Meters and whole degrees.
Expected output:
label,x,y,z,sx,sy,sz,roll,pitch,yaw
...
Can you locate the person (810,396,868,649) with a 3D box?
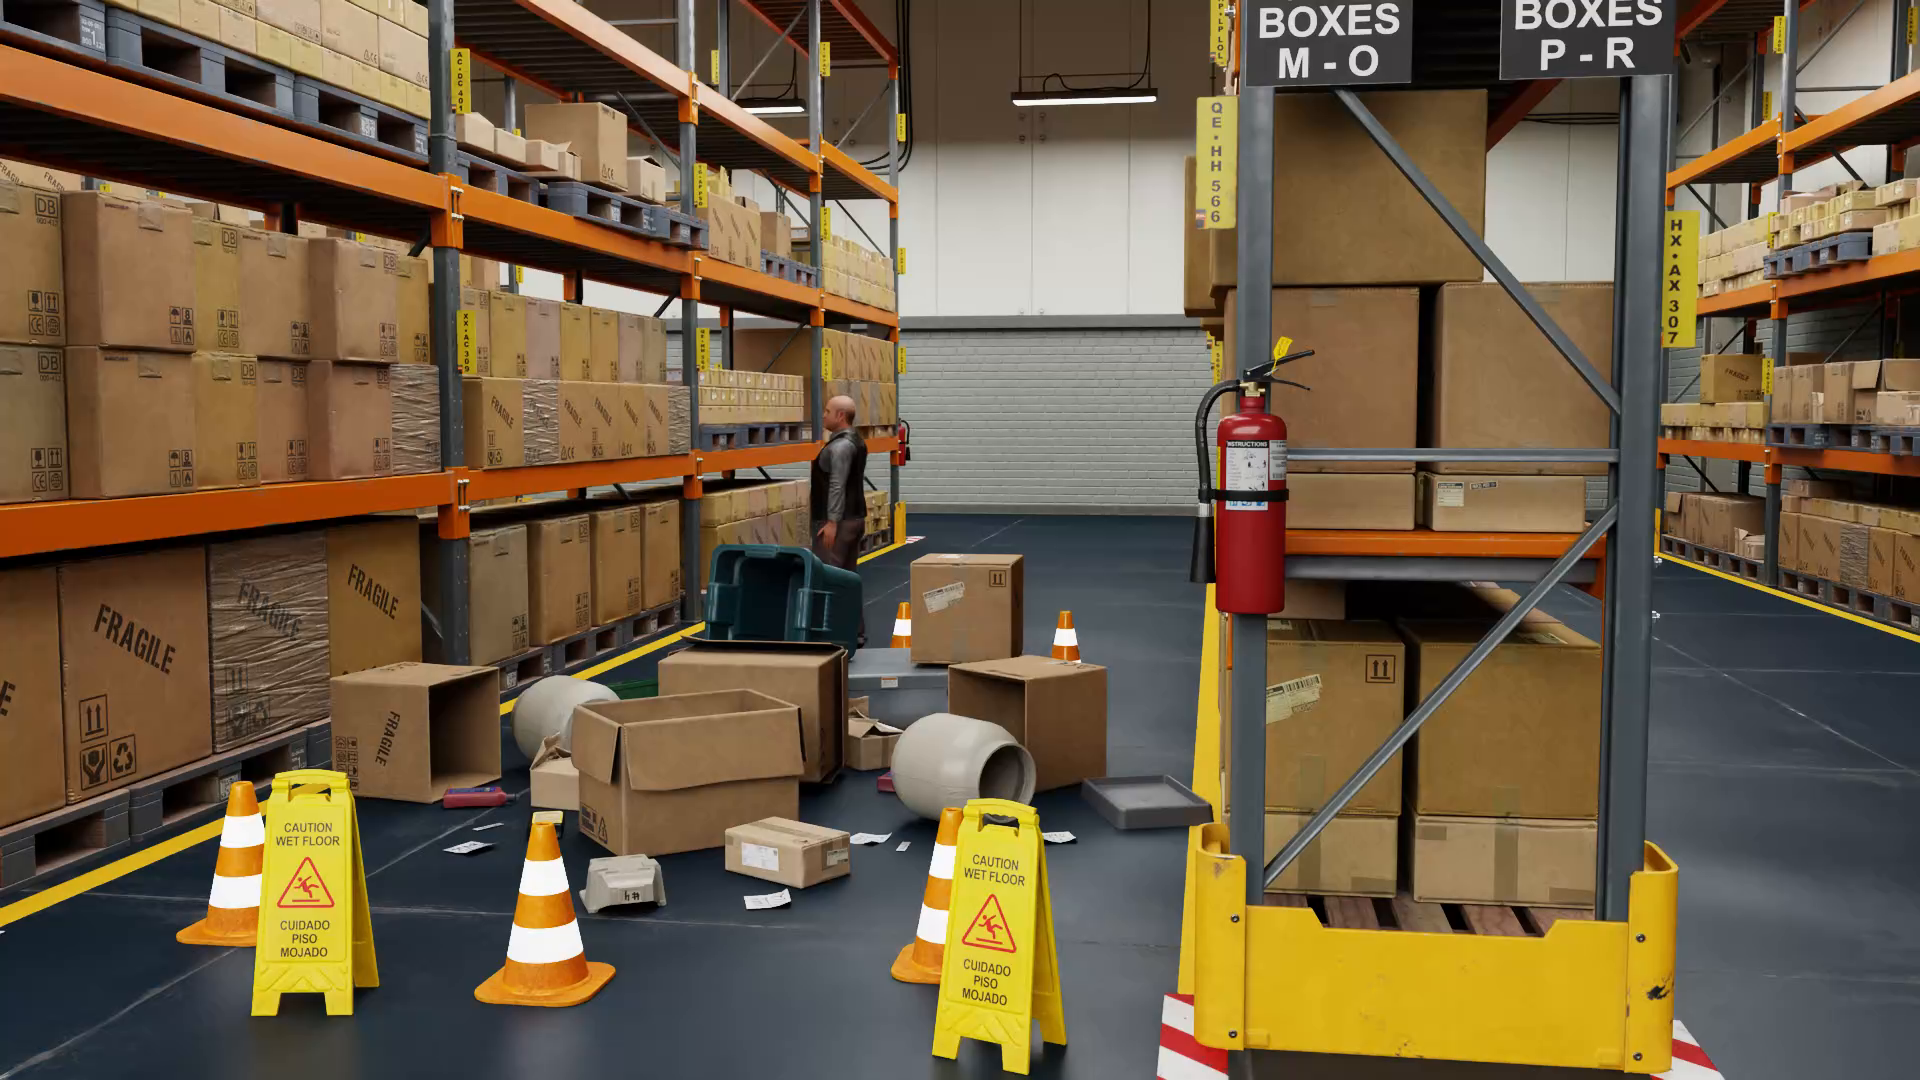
label,x,y,z,sx,sy,sz,roll,pitch,yaw
person,-0.821,-0.093,11.052,0.385,1.727,0.538,1,4,9
